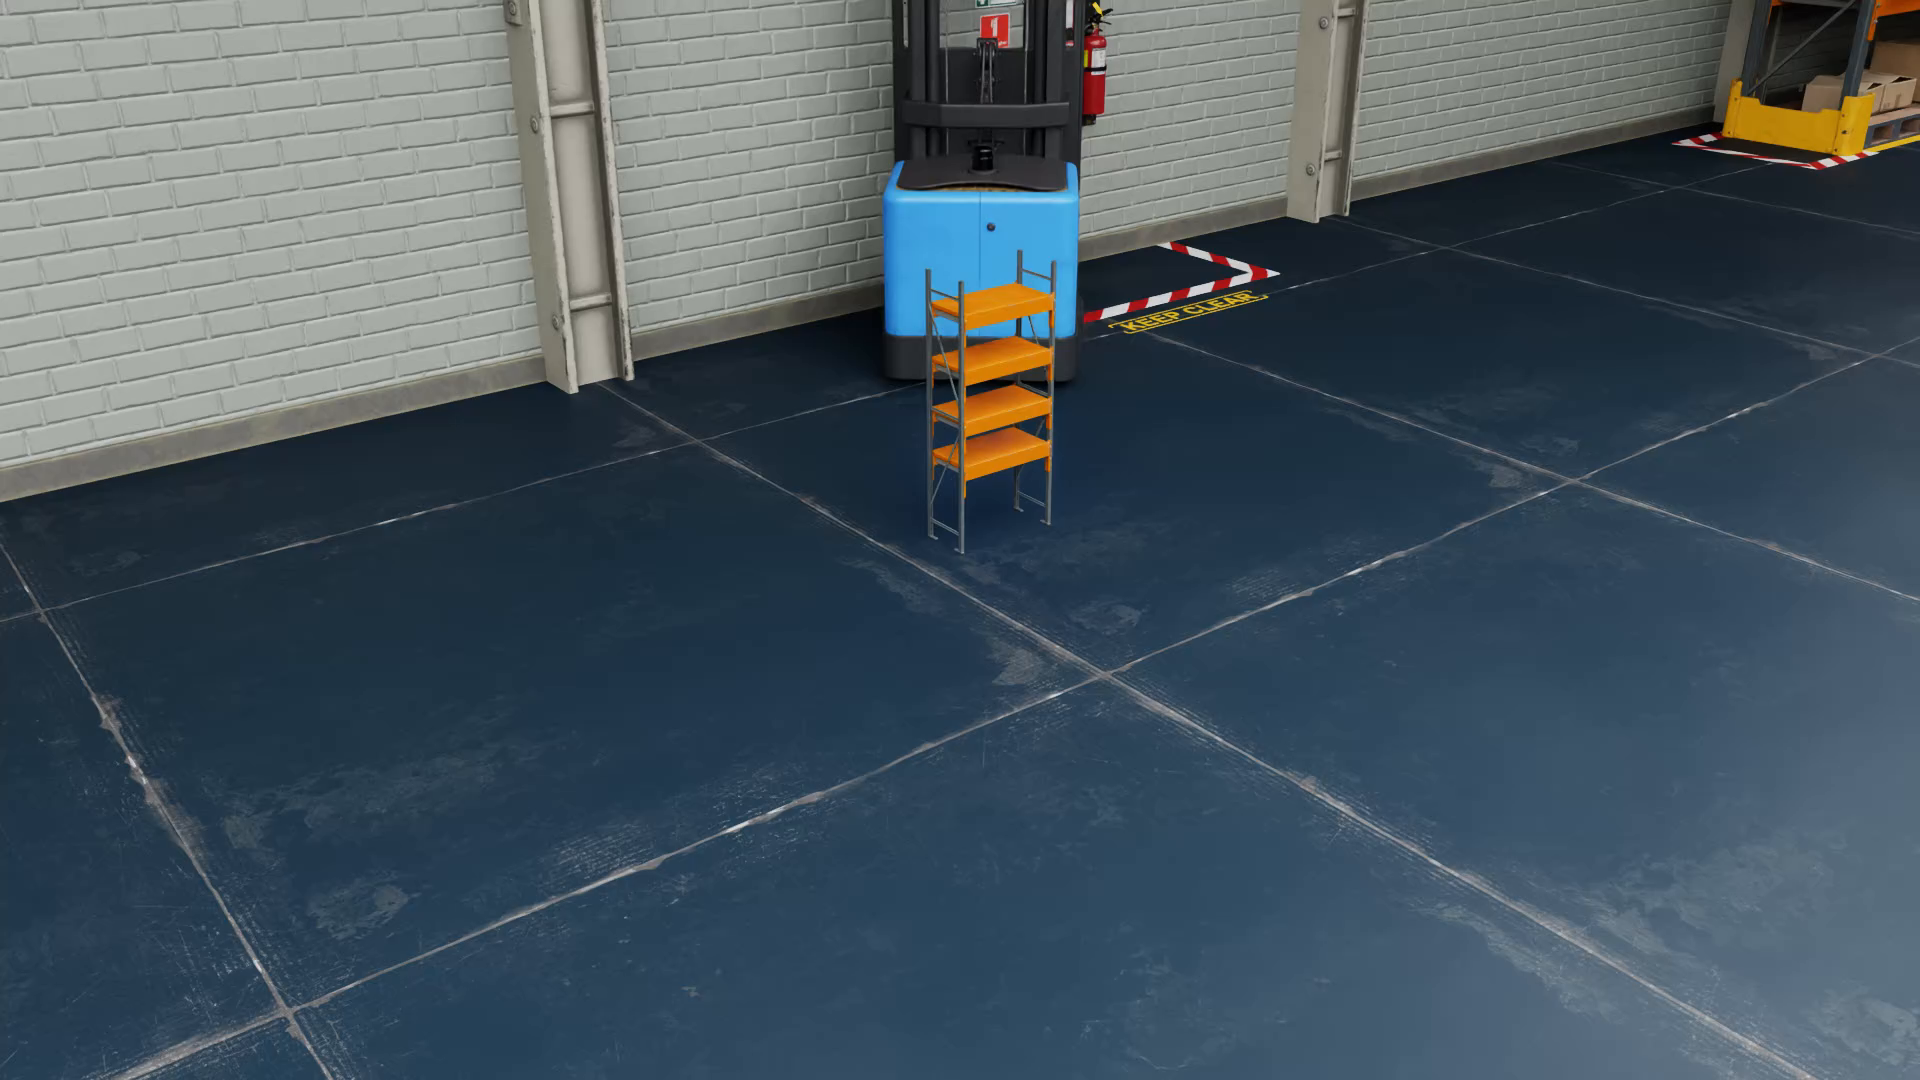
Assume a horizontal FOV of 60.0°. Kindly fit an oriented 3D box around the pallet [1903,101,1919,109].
[{"bbox_3d":[9.067,-4.167,15.977,1.213,0.211,1.003,-18,31,-34],"label":"pallet"}]

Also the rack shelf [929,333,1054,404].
[{"bbox_3d":[0.130,-0.729,7.024,0.480,0.148,0.258,-18,31,-34],"label":"rack shelf"}]

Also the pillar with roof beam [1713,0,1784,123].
[{"bbox_3d":[10.060,-6.661,10.912,0.400,9.000,9.100,-18,31,-34],"label":"pillar with roof beam"}]

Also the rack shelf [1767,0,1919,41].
[{"bbox_3d":[8.960,-5.090,15.510,4.000,0.370,1.077,-18,31,-34],"label":"rack shelf"}]

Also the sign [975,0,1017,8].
[{"bbox_3d":[0.224,-3.323,10.175,0.331,0.109,0.001,-18,31,-34],"label":"sign"}]

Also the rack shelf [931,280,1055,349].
[{"bbox_3d":[0.130,-0.944,6.925,0.480,0.148,0.258,-18,31,-34],"label":"rack shelf"}]

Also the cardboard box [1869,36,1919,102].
[{"bbox_3d":[9.043,-4.435,15.690,0.500,0.500,0.700,-21,32,-37],"label":"cardboard box"}]

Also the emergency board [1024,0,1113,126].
[{"bbox_3d":[0.714,-3.178,10.534,0.643,1.169,0.194,-18,31,-34],"label":"emergency board"}]

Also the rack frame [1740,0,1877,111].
[{"bbox_3d":[7.386,-4.897,14.239,0.127,3.000,1.000,-18,31,-34],"label":"rack frame"}]

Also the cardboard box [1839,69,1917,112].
[{"bbox_3d":[8.435,-4.175,15.355,0.500,0.311,0.500,-15,29,-30],"label":"cardboard box"}]

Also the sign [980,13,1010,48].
[{"bbox_3d":[0.215,-3.084,10.291,0.234,0.329,0.001,-18,31,-34],"label":"sign"}]

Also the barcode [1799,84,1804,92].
[{"bbox_3d":[7.754,-4.168,15.329,0.075,0.075,0.001,-18,31,-34],"label":"barcode"}]

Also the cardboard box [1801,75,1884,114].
[{"bbox_3d":[7.986,-4.027,15.035,0.500,0.311,0.500,-23,33,-40],"label":"cardboard box"}]

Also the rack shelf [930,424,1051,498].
[{"bbox_3d":[0.130,-0.346,7.202,0.480,0.148,0.258,-18,31,-34],"label":"rack shelf"}]

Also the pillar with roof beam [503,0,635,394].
[{"bbox_3d":[0.617,-3.544,4.196,0.400,9.000,9.100,-18,31,-34],"label":"pillar with roof beam"}]

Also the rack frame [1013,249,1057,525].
[{"bbox_3d":[0.322,-0.651,7.227,0.015,1.200,0.240,-18,31,-34],"label":"rack frame"}]

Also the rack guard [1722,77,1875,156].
[{"bbox_3d":[7.446,-3.783,14.808,0.348,0.500,1.175,-18,31,-34],"label":"rack guard"}]

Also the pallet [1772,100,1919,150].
[{"bbox_3d":[8.107,-3.851,15.298,1.213,0.211,1.003,-18,31,-34],"label":"pallet"}]

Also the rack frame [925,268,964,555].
[{"bbox_3d":[-0.062,-0.524,6.953,0.015,1.200,0.240,-18,31,-34],"label":"rack frame"}]

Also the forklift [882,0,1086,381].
[{"bbox_3d":[0.173,-2.758,9.710,1.130,2.935,3.031,1,25,2],"label":"forklift"}]

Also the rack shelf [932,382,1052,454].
[{"bbox_3d":[0.130,-0.526,7.118,0.480,0.148,0.258,-18,31,-34],"label":"rack shelf"}]

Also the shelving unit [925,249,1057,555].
[{"bbox_3d":[0.130,-0.587,7.090,0.503,1.200,0.258,-18,31,-34],"label":"shelving unit"}]

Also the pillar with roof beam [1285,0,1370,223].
[{"bbox_3d":[5.338,-5.102,7.554,0.400,9.000,9.100,-18,31,-34],"label":"pillar with roof beam"}]
